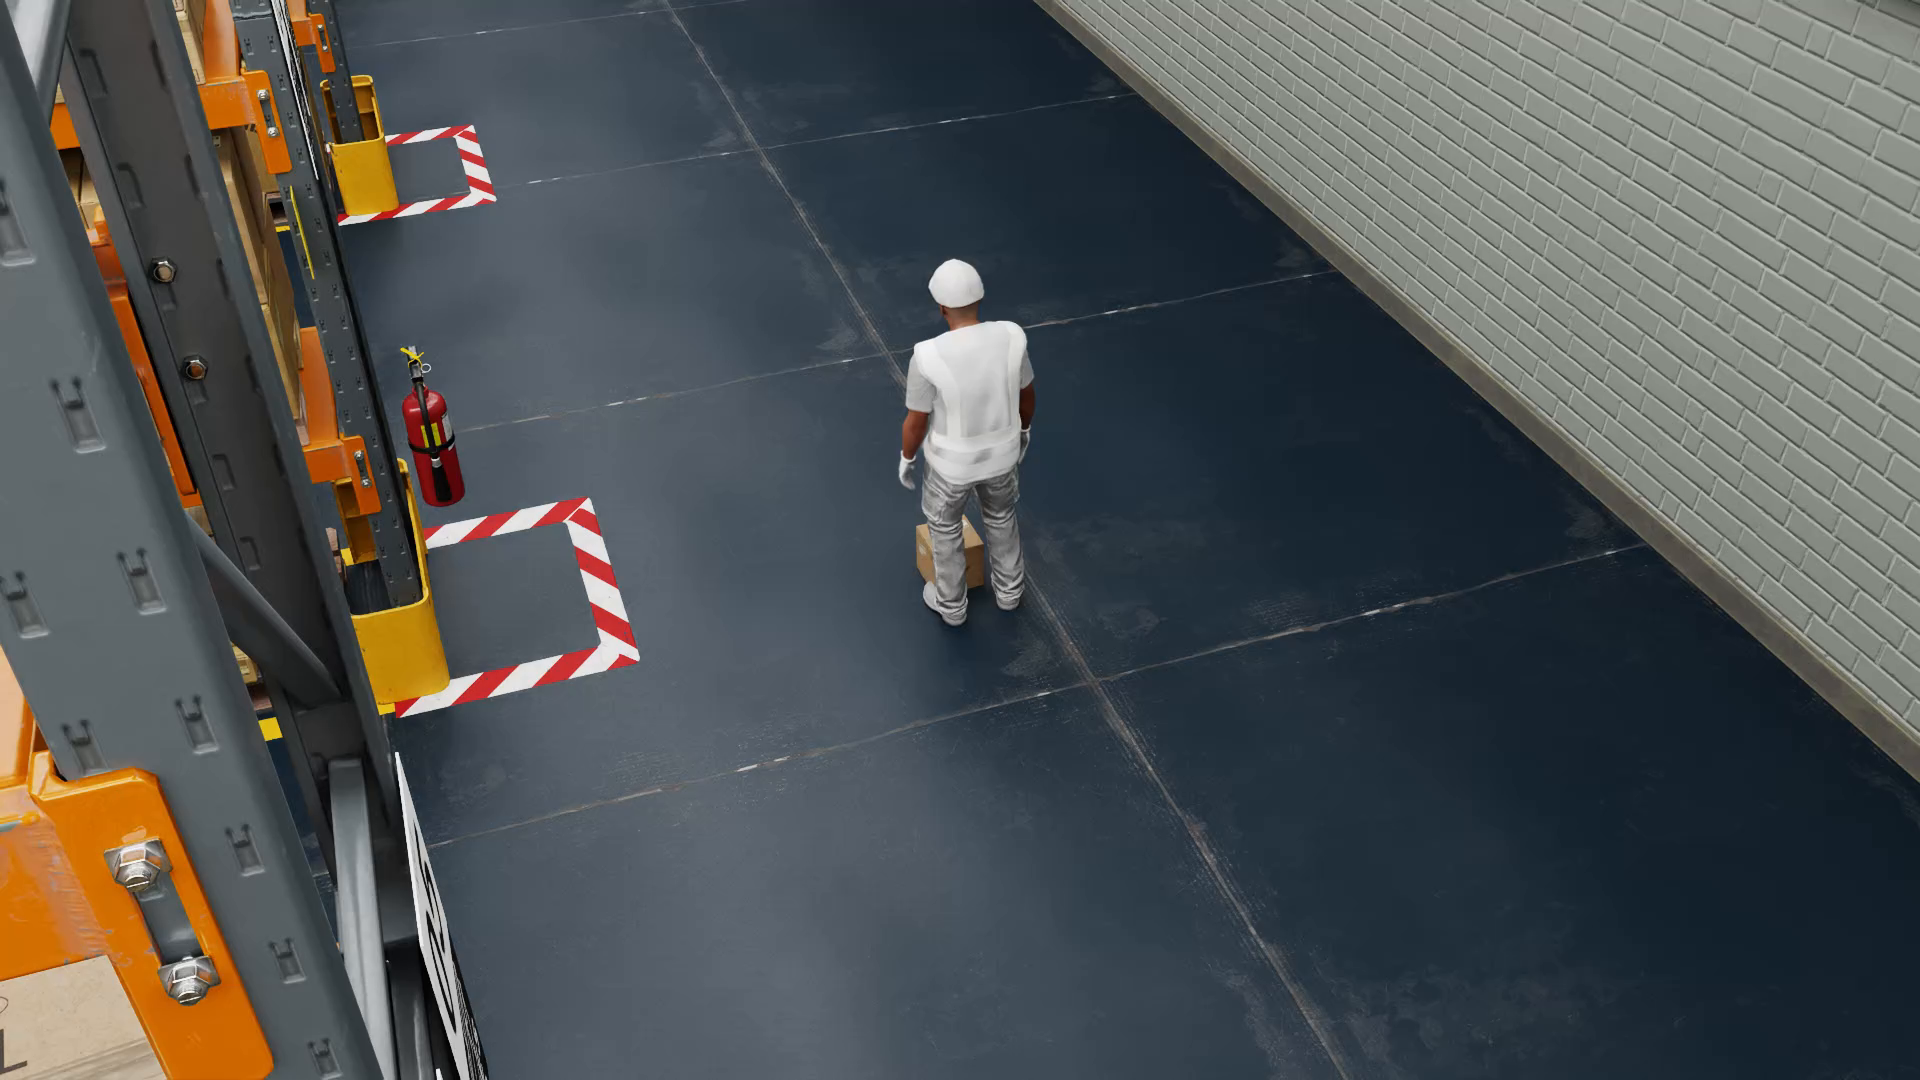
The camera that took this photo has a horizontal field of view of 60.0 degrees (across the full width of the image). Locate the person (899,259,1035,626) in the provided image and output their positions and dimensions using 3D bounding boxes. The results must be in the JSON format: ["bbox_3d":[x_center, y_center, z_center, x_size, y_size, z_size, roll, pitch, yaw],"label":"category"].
[{"bbox_3d":[0.033,-0.398,7.296,0.632,1.776,0.444,-14,40,-18],"label":"person"}]
